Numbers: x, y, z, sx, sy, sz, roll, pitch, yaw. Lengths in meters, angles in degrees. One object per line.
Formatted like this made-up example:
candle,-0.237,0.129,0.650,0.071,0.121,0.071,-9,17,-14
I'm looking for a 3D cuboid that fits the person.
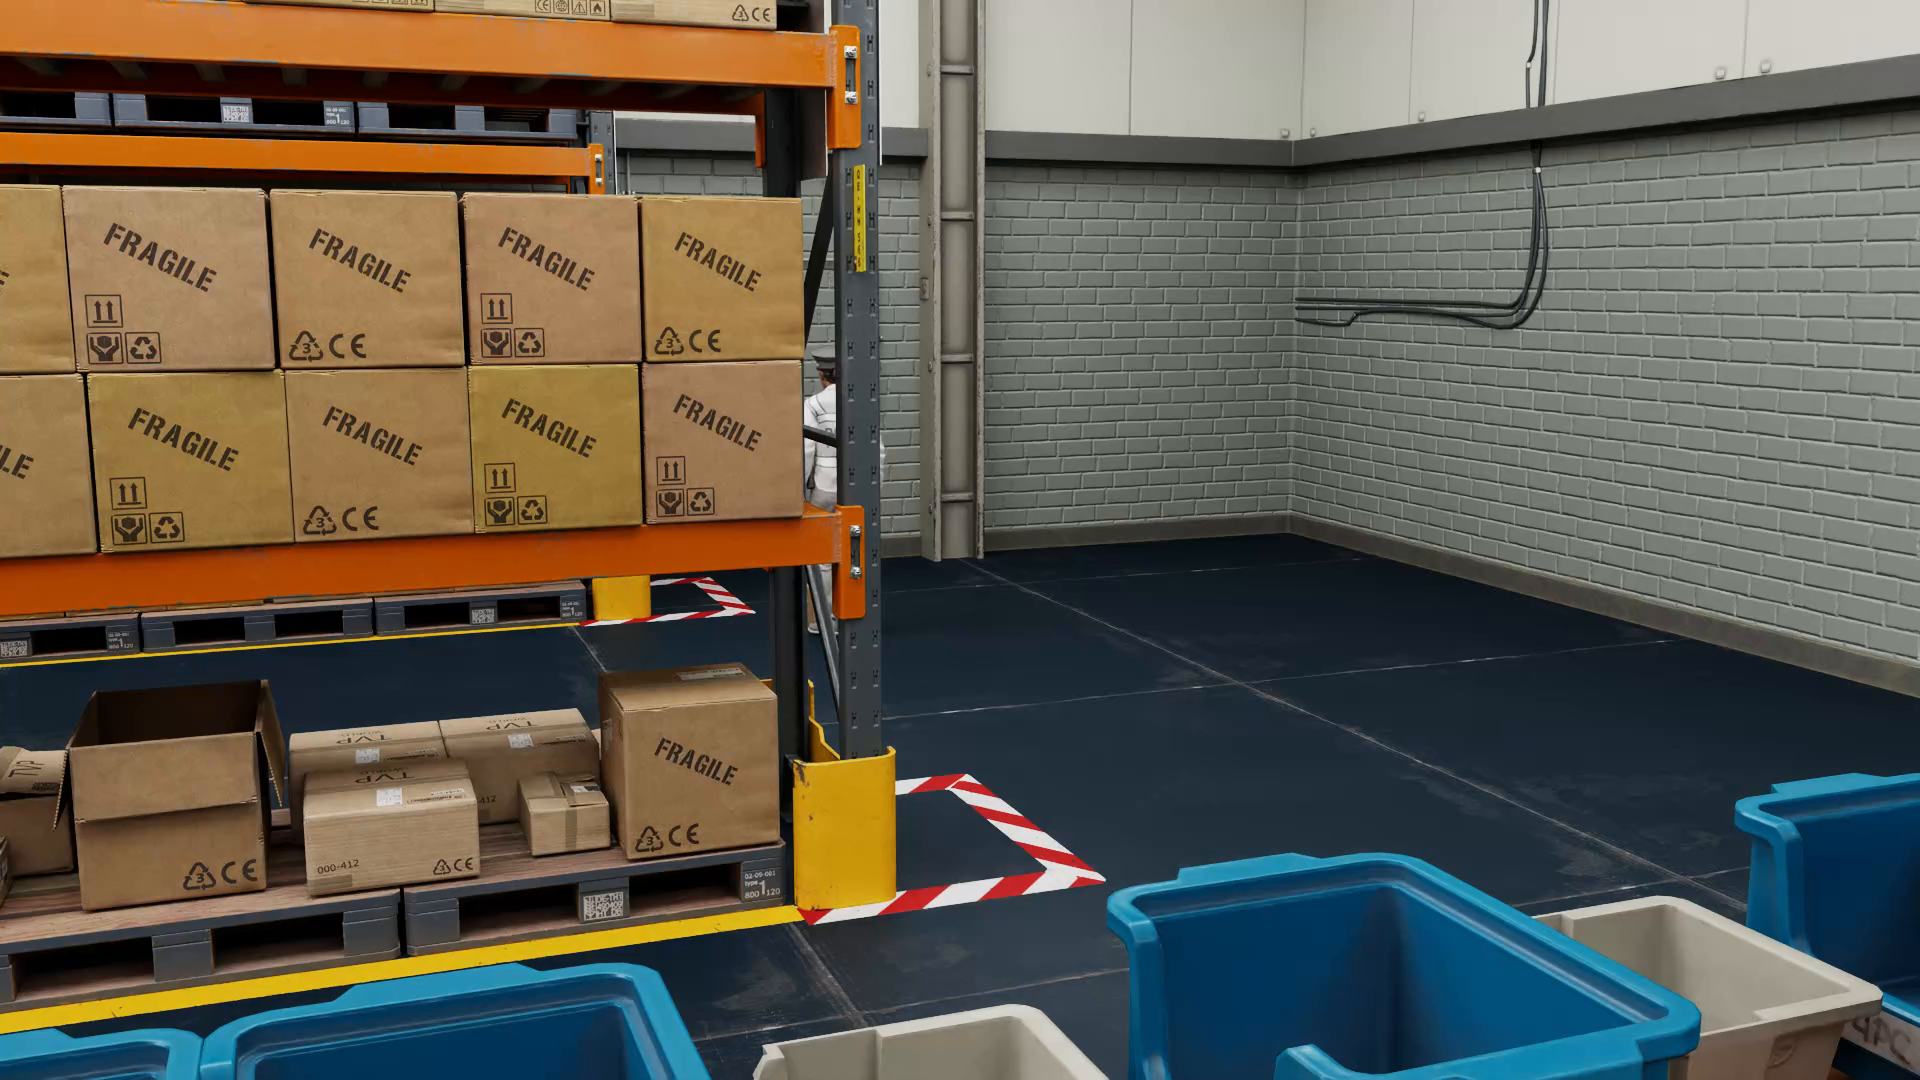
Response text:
person,-0.694,-0.268,9.544,0.529,1.664,0.404,-4,10,-21
